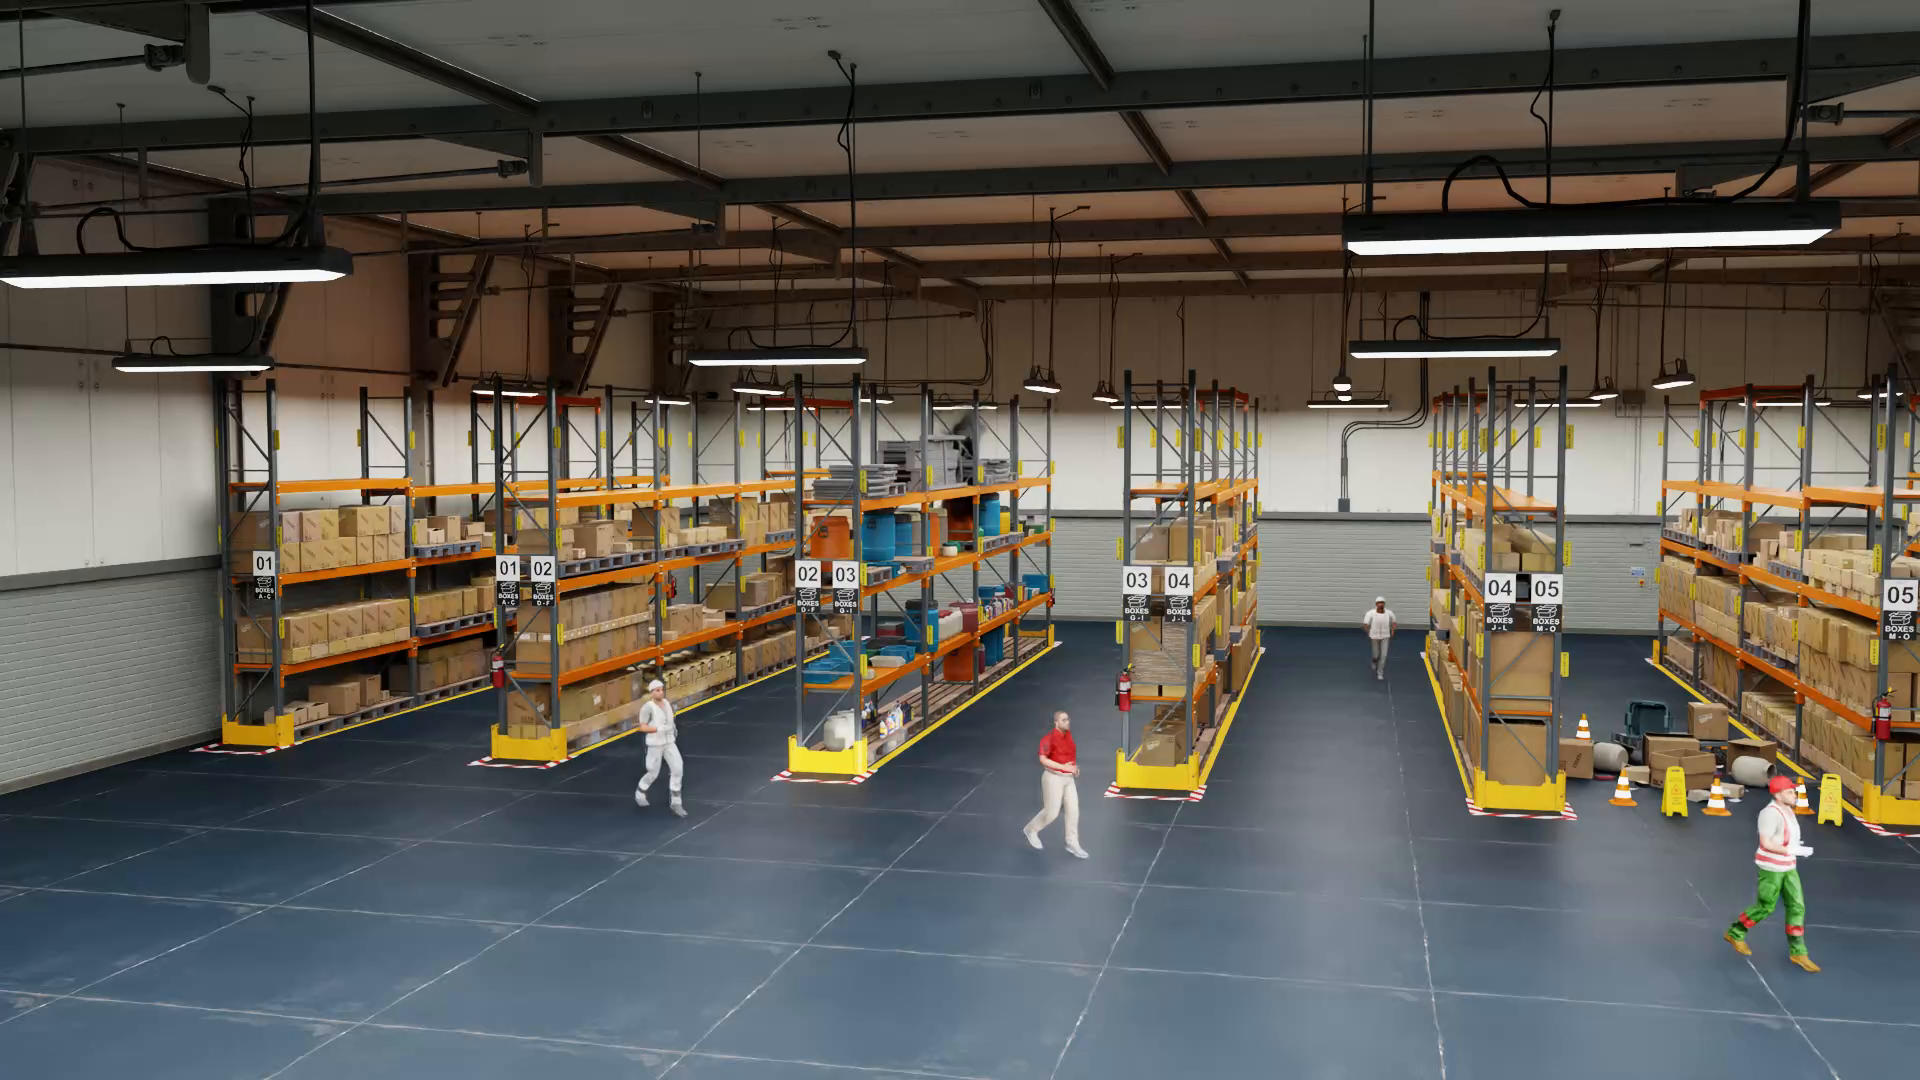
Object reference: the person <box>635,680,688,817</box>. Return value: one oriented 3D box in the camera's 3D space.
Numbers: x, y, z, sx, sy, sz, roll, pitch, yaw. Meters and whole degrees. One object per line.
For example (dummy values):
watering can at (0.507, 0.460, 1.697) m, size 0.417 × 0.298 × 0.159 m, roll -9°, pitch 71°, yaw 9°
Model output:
person at (-4.011, 2.778, 22.320) m, size 0.893 × 1.812 × 0.669 m, roll 3°, pitch 5°, yaw 43°

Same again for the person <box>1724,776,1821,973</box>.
person at (7.773, 3.150, 15.861) m, size 0.684 × 1.829 × 0.854 m, roll -3°, pitch 5°, yaw -40°

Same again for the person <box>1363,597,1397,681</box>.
person at (8.824, 2.049, 34.915) m, size 0.702 × 1.735 × 0.741 m, roll 0°, pitch 3°, yaw 8°

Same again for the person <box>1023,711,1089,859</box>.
person at (1.180, 2.935, 20.134) m, size 0.867 × 1.755 × 0.686 m, roll 3°, pitch 5°, yaw 42°
